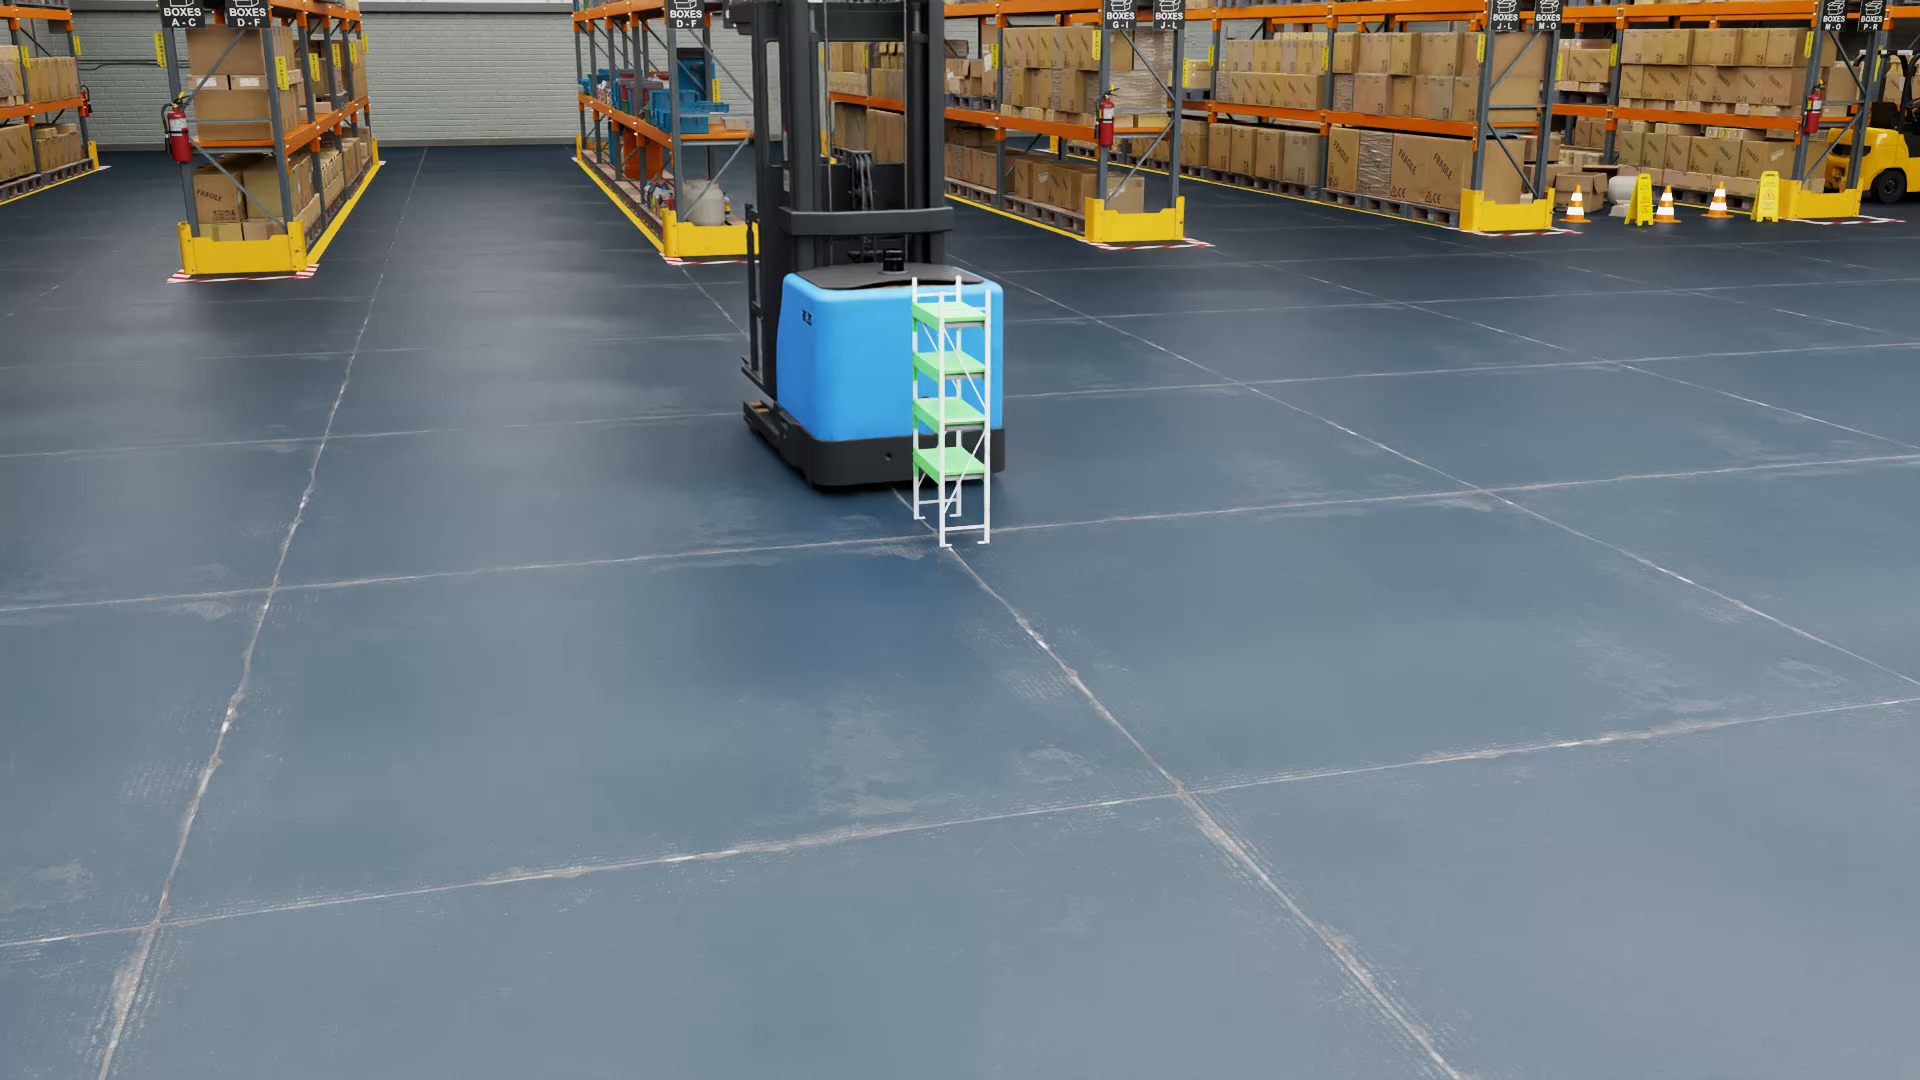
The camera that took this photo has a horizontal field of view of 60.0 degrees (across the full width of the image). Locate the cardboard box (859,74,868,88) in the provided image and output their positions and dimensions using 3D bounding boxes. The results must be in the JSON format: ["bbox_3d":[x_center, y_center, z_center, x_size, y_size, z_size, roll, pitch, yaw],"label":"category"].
[{"bbox_3d":[-1.562,-8.518,30.838,0.500,0.250,0.500,-5,17,-16],"label":"cardboard box"}]

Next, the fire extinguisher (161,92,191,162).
[{"bbox_3d":[-7.831,-4.138,16.648,0.296,0.674,0.183,-5,17,-15],"label":"fire extinguisher"}]

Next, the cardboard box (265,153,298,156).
[{"bbox_3d":[-9.601,-5.297,23.448,0.500,0.311,0.500,-5,17,-17],"label":"cardboard box"}]

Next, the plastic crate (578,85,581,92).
[{"bbox_3d":[-7.290,-8.774,32.300,0.250,0.136,0.298,-5,17,-15],"label":"plastic crate"}]

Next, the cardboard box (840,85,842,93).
[{"bbox_3d":[-2.152,-8.852,32.644,0.380,0.149,0.250,-5,17,-16],"label":"cardboard box"}]

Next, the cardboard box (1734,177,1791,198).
[{"bbox_3d":[11.150,-4.903,23.111,0.500,0.250,0.500,-5,17,-16],"label":"cardboard box"}]

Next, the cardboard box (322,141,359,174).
[{"bbox_3d":[-10.038,-6.187,26.916,0.500,0.500,0.500,-4,17,-15],"label":"cardboard box"}]

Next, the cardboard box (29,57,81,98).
[{"bbox_3d":[-16.426,-8.281,29.784,0.980,0.700,0.700,-4,17,-13],"label":"cardboard box"}]

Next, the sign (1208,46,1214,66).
[{"bbox_3d":[4.188,-8.075,27.744,0.100,0.325,0.005,-5,17,-15],"label":"sign"}]

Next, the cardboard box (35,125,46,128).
[{"bbox_3d":[-16.305,-7.216,29.247,0.380,0.149,0.250,-5,17,-15],"label":"cardboard box"}]

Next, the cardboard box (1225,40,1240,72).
[{"bbox_3d":[4.821,-8.005,27.477,0.700,0.500,0.500,-5,17,-16],"label":"cardboard box"}]

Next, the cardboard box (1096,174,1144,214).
[{"bbox_3d":[1.954,-4.205,20.350,0.500,0.500,0.500,-1,17,-5],"label":"cardboard box"}]

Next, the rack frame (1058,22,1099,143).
[{"bbox_3d":[2.509,-9.816,35.418,1.000,3.000,0.127,-5,17,-15],"label":"rack frame"}]

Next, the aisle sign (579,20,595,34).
[{"bbox_3d":[-7.355,-10.302,32.516,0.394,0.787,0.004,-5,17,-15],"label":"aisle sign"}]

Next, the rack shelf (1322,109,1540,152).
[{"bbox_3d":[6.356,-5.599,22.629,1.077,0.370,4.000,-5,17,-15],"label":"rack shelf"}]

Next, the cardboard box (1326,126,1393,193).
[{"bbox_3d":[5.912,-5.501,24.015,0.875,0.875,0.875,-4,17,-14],"label":"cardboard box"}]

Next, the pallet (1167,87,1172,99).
[{"bbox_3d":[4.124,-8.056,29.891,1.003,0.211,1.213,-5,17,-15],"label":"pallet"}]

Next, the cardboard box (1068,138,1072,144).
[{"bbox_3d":[2.496,-8.416,34.981,0.380,0.149,0.250,-5,17,-15],"label":"cardboard box"}]

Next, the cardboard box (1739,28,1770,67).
[{"bbox_3d":[11.156,-6.744,22.760,0.700,0.500,0.500,-5,17,-15],"label":"cardboard box"}]

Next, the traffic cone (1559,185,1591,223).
[{"bbox_3d":[8.125,-4.435,21.912,0.336,0.463,0.334,-5,17,-15],"label":"traffic cone"}]

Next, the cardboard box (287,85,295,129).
[{"bbox_3d":[-8.103,-4.992,19.183,0.700,0.500,0.500,-4,17,-14],"label":"cardboard box"}]

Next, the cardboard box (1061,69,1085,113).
[{"bbox_3d":[1.732,-5.500,20.357,0.875,0.500,0.500,-5,17,-15],"label":"cardboard box"}]

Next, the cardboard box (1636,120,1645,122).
[{"bbox_3d":[13.494,-8.217,32.579,0.380,0.149,0.250,-6,18,-18],"label":"cardboard box"}]

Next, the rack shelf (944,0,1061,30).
[{"bbox_3d":[0.460,-7.778,24.669,1.077,0.370,4.000,-5,17,-15],"label":"rack shelf"}]

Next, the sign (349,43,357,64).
[{"bbox_3d":[-10.182,-8.163,27.901,0.100,0.325,0.005,-5,17,-15],"label":"sign"}]

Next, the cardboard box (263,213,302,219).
[{"bbox_3d":[-7.491,-3.433,18.215,0.500,0.250,0.500,-5,17,-15],"label":"cardboard box"}]

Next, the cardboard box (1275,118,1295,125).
[{"bbox_3d":[7.518,-9.035,36.540,0.875,0.438,0.875,-5,18,-17],"label":"cardboard box"}]

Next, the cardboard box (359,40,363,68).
[{"bbox_3d":[-11.140,-8.813,30.165,0.500,0.500,0.500,-4,17,-14],"label":"cardboard box"}]

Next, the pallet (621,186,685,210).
[{"bbox_3d":[-4.344,-4.958,24.091,1.003,0.211,1.213,-5,17,-15],"label":"pallet"}]

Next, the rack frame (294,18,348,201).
[{"bbox_3d":[-9.615,-6.457,24.235,1.000,3.000,0.127,-5,17,-15],"label":"rack frame"}]

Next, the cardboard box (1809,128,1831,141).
[{"bbox_3d":[14.950,-6.732,28.549,0.875,0.625,0.625,-5,17,-16],"label":"cardboard box"}]

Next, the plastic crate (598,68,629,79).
[{"bbox_3d":[-6.778,-9.028,32.629,0.616,0.435,0.499,-5,17,-15],"label":"plastic crate"}]

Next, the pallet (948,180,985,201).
[{"bbox_3d":[0.456,-5.351,25.398,1.003,0.211,1.213,-5,17,-15],"label":"pallet"}]

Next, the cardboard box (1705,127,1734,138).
[{"bbox_3d":[10.865,-5.804,23.679,0.380,0.149,0.250,-4,17,-13],"label":"cardboard box"}]

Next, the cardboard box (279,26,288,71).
[{"bbox_3d":[-8.111,-5.620,19.017,0.700,0.500,0.500,-5,17,-15],"label":"cardboard box"}]

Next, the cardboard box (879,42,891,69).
[{"bbox_3d":[-1.005,-8.698,29.777,0.797,0.503,0.637,-5,17,-17],"label":"cardboard box"}]

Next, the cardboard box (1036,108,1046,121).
[{"bbox_3d":[1.205,-5.516,21.536,0.380,0.149,0.250,-5,17,-15],"label":"cardboard box"}]

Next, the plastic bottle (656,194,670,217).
[{"bbox_3d":[-3.622,-4.086,20.312,0.152,0.276,0.135,-5,17,-15],"label":"plastic bottle"}]

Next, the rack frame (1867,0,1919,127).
[{"bbox_3d":[15.310,-7.310,27.073,1.000,3.000,0.127,-5,17,-15],"label":"rack frame"}]

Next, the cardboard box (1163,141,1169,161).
[{"bbox_3d":[3.975,-7.058,29.849,0.500,0.500,0.500,-6,18,-18],"label":"cardboard box"}]

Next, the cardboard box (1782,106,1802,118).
[{"bbox_3d":[11.329,-5.776,22.404,0.380,0.149,0.250,-4,17,-13],"label":"cardboard box"}]

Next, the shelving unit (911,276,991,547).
[{"bbox_3d":[-0.045,-0.620,7.932,0.258,1.200,0.503,-5,17,-15],"label":"shelving unit"}]

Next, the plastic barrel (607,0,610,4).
[{"bbox_3d":[-5.061,-8.228,24.721,0.421,0.512,0.421,0,17,0],"label":"plastic barrel"}]

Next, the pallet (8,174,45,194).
[{"bbox_3d":[-15.192,-5.628,26.321,1.003,0.211,1.213,-5,17,-15],"label":"pallet"}]

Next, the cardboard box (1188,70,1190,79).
[{"bbox_3d":[4.059,-8.001,28.564,0.380,0.149,0.250,-4,17,-13],"label":"cardboard box"}]

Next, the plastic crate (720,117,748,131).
[{"bbox_3d":[-2.590,-4.782,19.115,0.298,0.136,0.250,-5,17,-15],"label":"plastic crate"}]

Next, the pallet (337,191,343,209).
[{"bbox_3d":[-9.426,-4.891,23.867,1.003,0.211,1.213,-5,17,-15],"label":"pallet"}]

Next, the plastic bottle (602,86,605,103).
[{"bbox_3d":[-5.866,-7.380,27.530,0.097,0.271,0.097,0,17,0],"label":"plastic bottle"}]

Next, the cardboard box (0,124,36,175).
[{"bbox_3d":[-15.173,-6.173,26.295,0.750,0.750,0.750,-4,17,-15],"label":"cardboard box"}]

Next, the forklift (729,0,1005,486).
[{"bbox_3d":[-0.698,-2.066,9.735,1.130,2.935,3.031,-5,18,-17],"label":"forklift"}]

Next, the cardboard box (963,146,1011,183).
[{"bbox_3d":[0.441,-5.760,25.495,0.700,0.500,0.500,-3,17,-11],"label":"cardboard box"}]

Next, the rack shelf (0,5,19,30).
[{"bbox_3d":[-14.927,-7.710,24.441,1.077,0.370,4.000,-5,17,-15],"label":"rack shelf"}]
